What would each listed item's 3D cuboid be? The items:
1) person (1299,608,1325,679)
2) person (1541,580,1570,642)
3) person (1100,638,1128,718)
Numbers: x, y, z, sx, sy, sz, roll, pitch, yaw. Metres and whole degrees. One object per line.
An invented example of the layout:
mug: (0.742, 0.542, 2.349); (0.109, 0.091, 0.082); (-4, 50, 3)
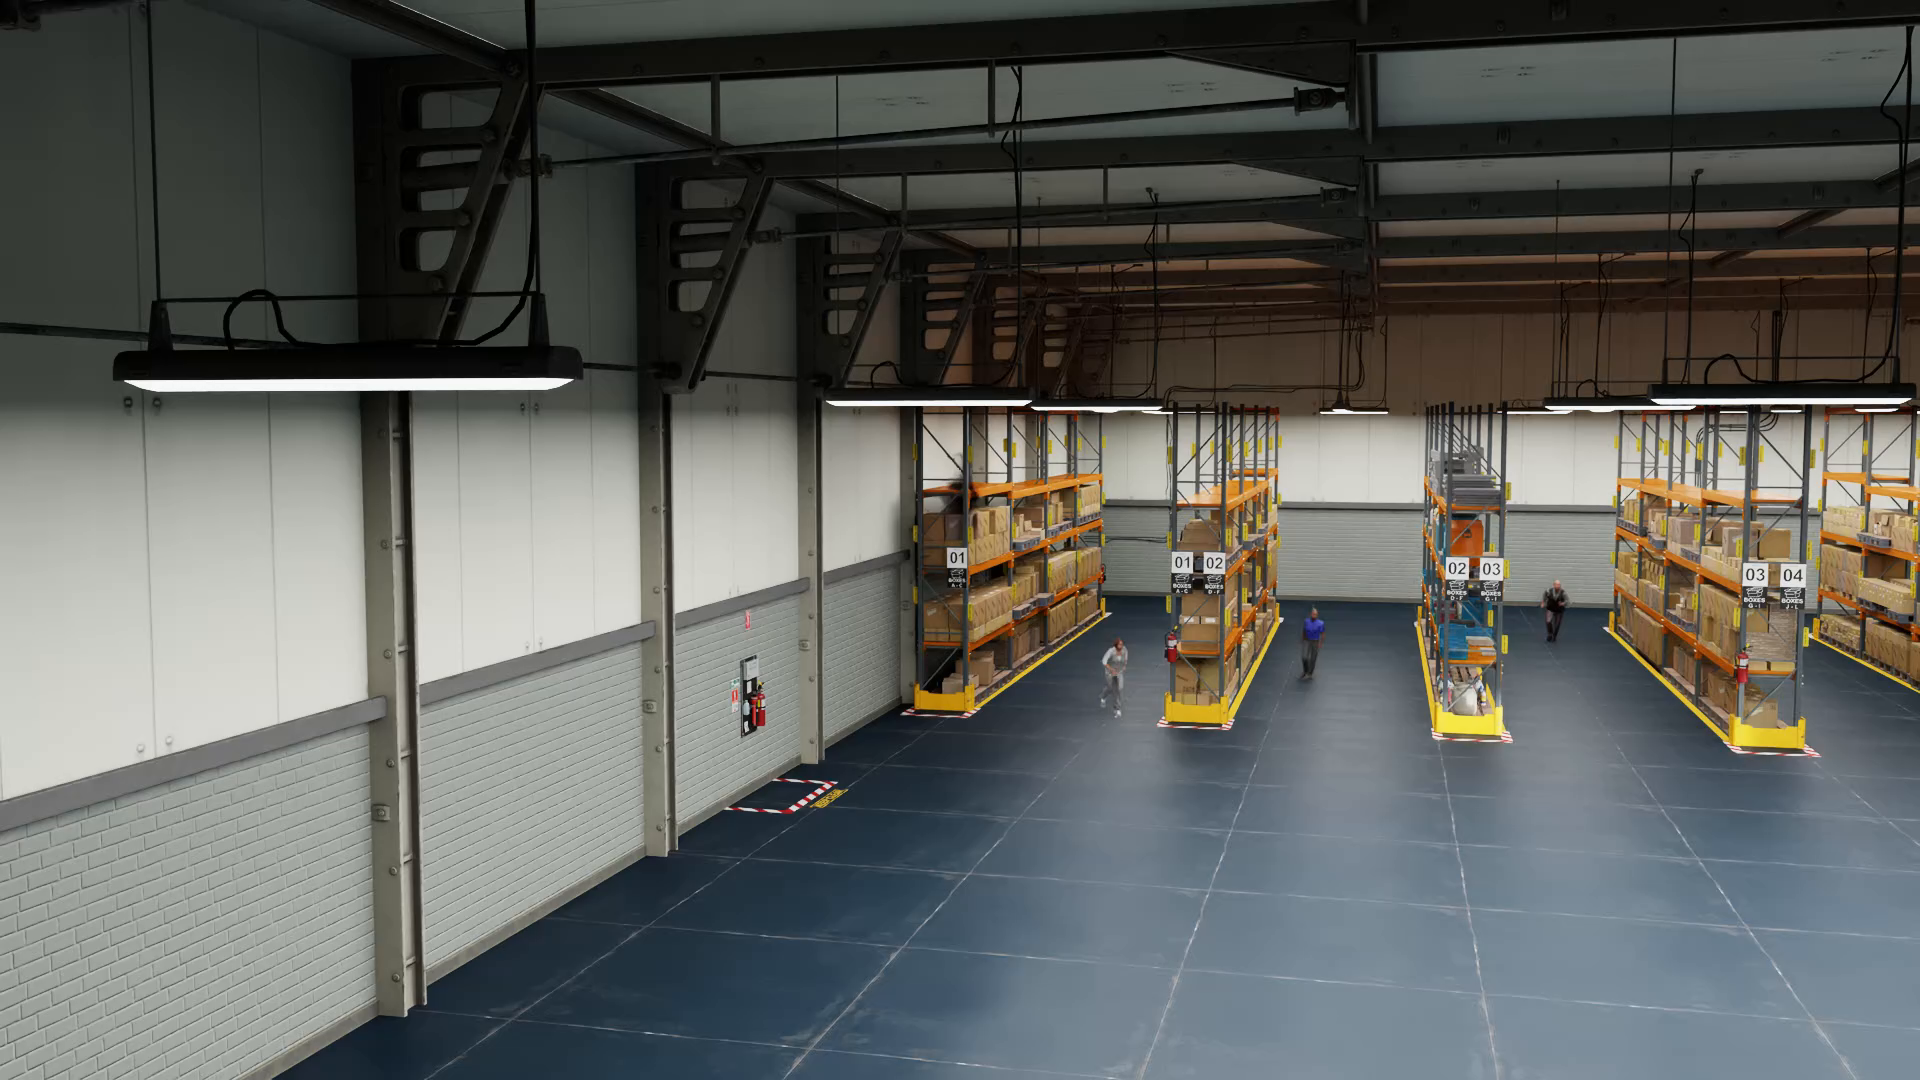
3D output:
person: (7.653, 2.256, 36.086); (0.559, 1.596, 0.707); (1, 4, 17)
person: (15.080, 1.794, 42.127); (0.686, 1.592, 0.980); (1, 4, 18)
person: (2.932, 2.609, 32.074); (0.572, 1.546, 0.918); (-2, 5, -23)
